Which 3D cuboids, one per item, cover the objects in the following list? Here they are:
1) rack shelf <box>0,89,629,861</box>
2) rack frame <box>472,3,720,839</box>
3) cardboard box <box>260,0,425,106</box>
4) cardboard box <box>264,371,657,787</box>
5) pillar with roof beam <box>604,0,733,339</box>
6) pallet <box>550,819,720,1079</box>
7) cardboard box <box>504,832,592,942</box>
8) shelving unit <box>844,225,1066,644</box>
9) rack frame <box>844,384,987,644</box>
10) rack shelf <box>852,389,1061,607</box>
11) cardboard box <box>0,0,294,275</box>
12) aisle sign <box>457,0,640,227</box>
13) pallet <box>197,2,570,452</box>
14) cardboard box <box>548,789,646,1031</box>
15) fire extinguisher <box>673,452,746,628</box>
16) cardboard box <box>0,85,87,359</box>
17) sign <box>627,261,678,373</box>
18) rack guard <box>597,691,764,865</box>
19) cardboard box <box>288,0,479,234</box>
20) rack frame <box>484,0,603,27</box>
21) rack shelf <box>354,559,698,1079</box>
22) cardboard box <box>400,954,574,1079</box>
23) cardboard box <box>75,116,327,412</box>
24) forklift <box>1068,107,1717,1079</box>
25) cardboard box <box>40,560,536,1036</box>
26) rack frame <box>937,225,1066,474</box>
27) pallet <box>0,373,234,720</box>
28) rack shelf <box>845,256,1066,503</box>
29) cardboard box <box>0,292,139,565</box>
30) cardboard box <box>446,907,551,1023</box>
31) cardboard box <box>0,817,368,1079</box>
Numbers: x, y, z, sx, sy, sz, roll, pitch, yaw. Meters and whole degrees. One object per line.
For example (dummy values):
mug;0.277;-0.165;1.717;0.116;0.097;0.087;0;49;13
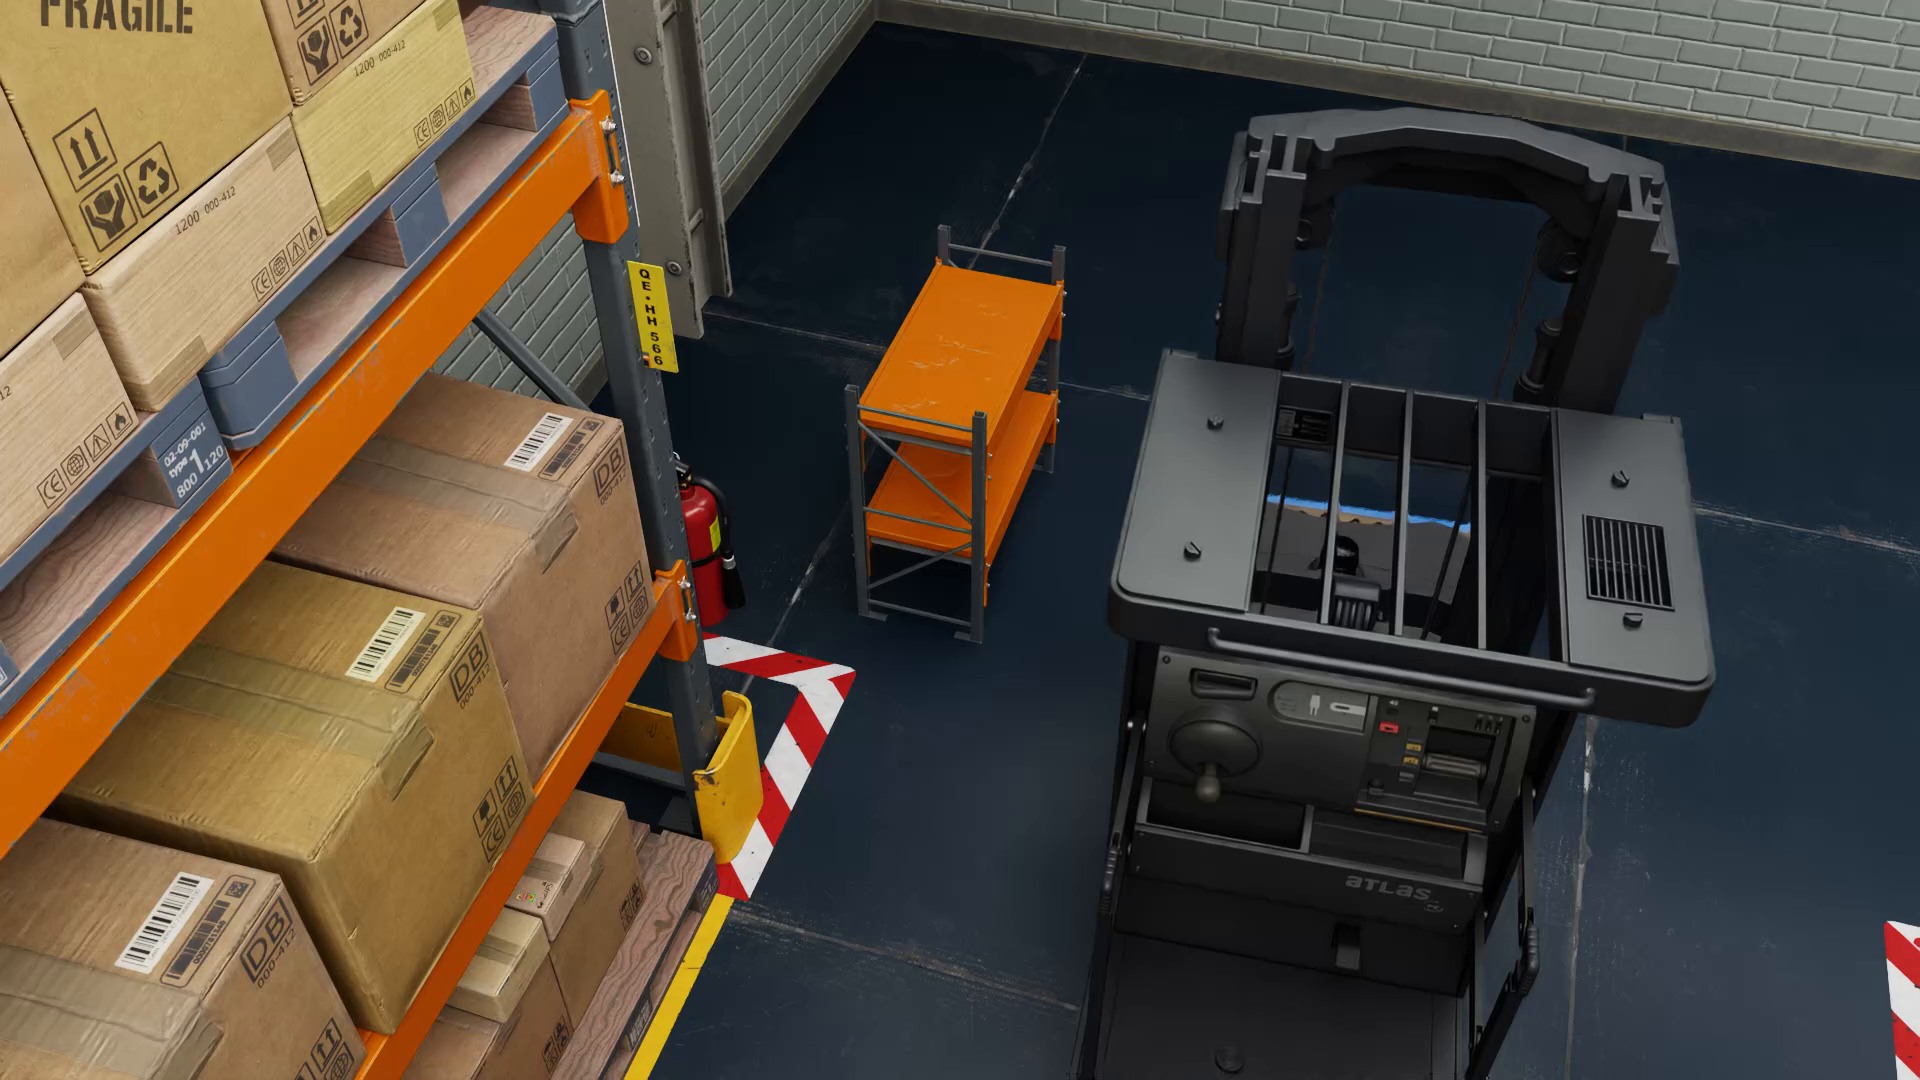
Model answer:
rack shelf;-1.892;0.335;2.633;1.077;0.370;4.000;13;46;13
rack frame;-1.286;-0.183;4.793;1.000;3.000;0.127;13;46;13
cardboard box;-1.248;-1.110;2.794;0.500;0.500;0.500;12;46;12
cardboard box;-1.431;0.051;4.338;0.980;0.700;0.700;14;46;14
pillar with roof beam;2.810;-3.399;3.789;9.100;9.000;0.400;13;46;13
pallet;-1.454;1.363;5.206;1.003;0.211;1.213;13;46;13
cardboard box;-1.268;0.940;4.668;0.380;0.149;0.250;12;46;12
shelving unit;0.002;-0.407;6.361;0.538;1.125;1.048;13;46;13
rack frame;-0.152;-0.068;6.015;0.500;1.125;0.032;13;46;13
rack shelf;0.002;-0.232;6.532;0.538;0.278;1.000;13;46;13
cardboard box;-1.410;-0.779;2.456;0.500;0.500;0.500;14;46;14
aisle sign;-0.979;-1.097;3.868;0.394;0.787;0.004;13;46;13
pallet;-1.501;-0.727;3.267;1.003;0.211;1.213;13;46;13
cardboard box;-1.403;1.048;5.022;0.700;0.500;0.500;13;46;13
fire extinguisher;-0.801;-0.025;4.953;0.296;0.674;0.183;13;46;13
cardboard box;-1.560;-0.429;2.099;0.500;0.500;0.500;11;45;11
sign;-0.773;-0.558;4.178;0.100;0.325;0.005;13;46;13
rack guard;-1.279;0.694;5.683;1.175;0.500;0.348;13;46;13
cardboard box;-1.255;-0.843;3.058;0.500;0.250;0.500;14;46;14
rack frame;-1.286;-2.328;2.695;1.000;3.000;0.127;13;46;13
rack shelf;-1.892;1.407;3.682;1.077;0.370;4.000;13;46;13
cardboard box;-1.554;1.381;4.681;0.700;0.500;0.500;12;46;12
cardboard box;-1.412;-0.496;2.703;0.500;0.250;0.500;11;45;11
forklift;0.901;0.606;4.035;1.130;2.935;3.031;9;45;9
cardboard box;-1.641;0.539;3.840;0.980;0.700;0.700;12;46;12
rack frame;0.156;-0.745;6.707;0.500;1.125;0.032;13;46;13
pallet;-1.869;0.089;2.433;1.003;0.211;1.213;13;46;13
rack shelf;0.002;-0.616;6.156;0.538;0.278;1.000;13;46;13
cardboard box;-1.565;-0.148;2.348;0.500;0.250;0.500;11;45;11
cardboard box;-1.345;1.111;4.494;0.380;0.149;0.250;14;46;14
cardboard box;-1.880;1.045;3.323;0.980;0.700;0.700;10;45;11
